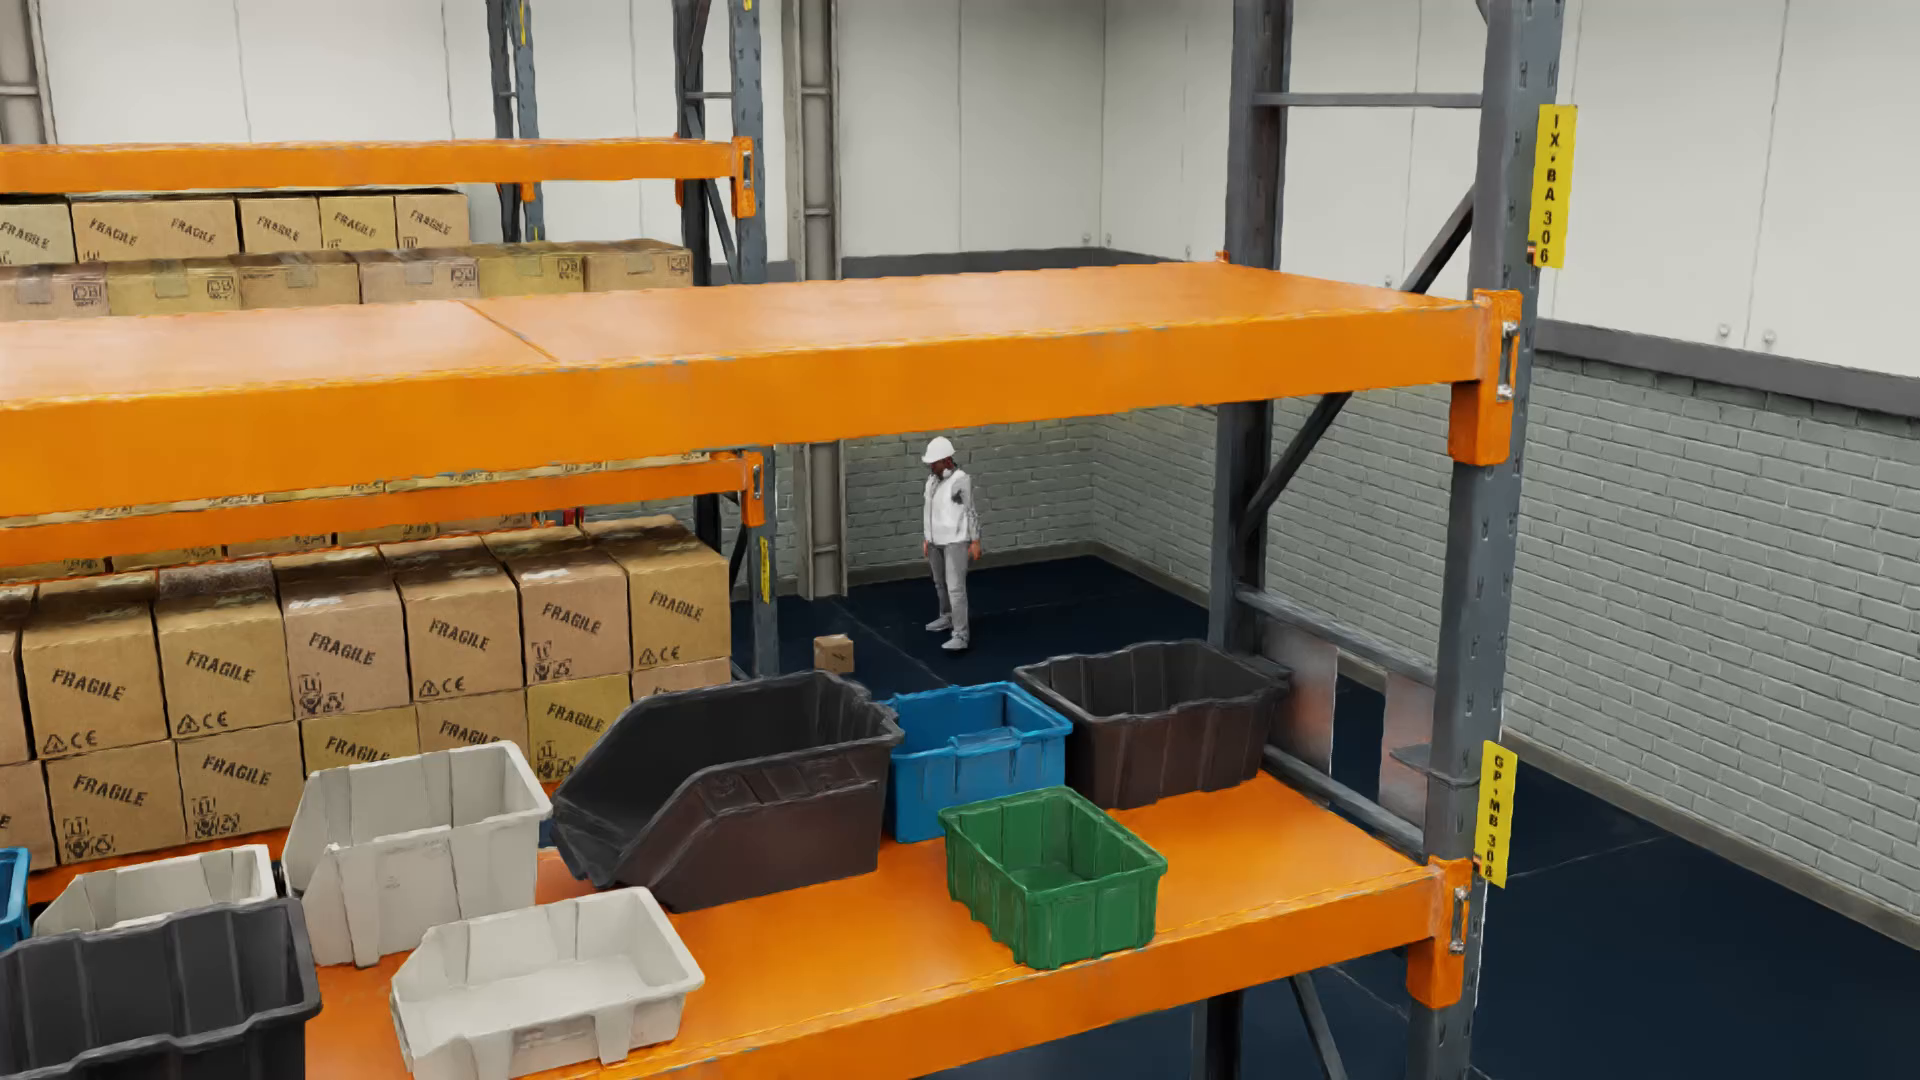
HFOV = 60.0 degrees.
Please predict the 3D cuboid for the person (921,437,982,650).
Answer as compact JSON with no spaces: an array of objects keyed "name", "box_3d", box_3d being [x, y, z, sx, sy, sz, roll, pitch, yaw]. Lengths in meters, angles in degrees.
[{"name":"person","box_3d":[-0.095,0.012,13.906,0.642,1.749,0.750,-12,19,-38]}]
